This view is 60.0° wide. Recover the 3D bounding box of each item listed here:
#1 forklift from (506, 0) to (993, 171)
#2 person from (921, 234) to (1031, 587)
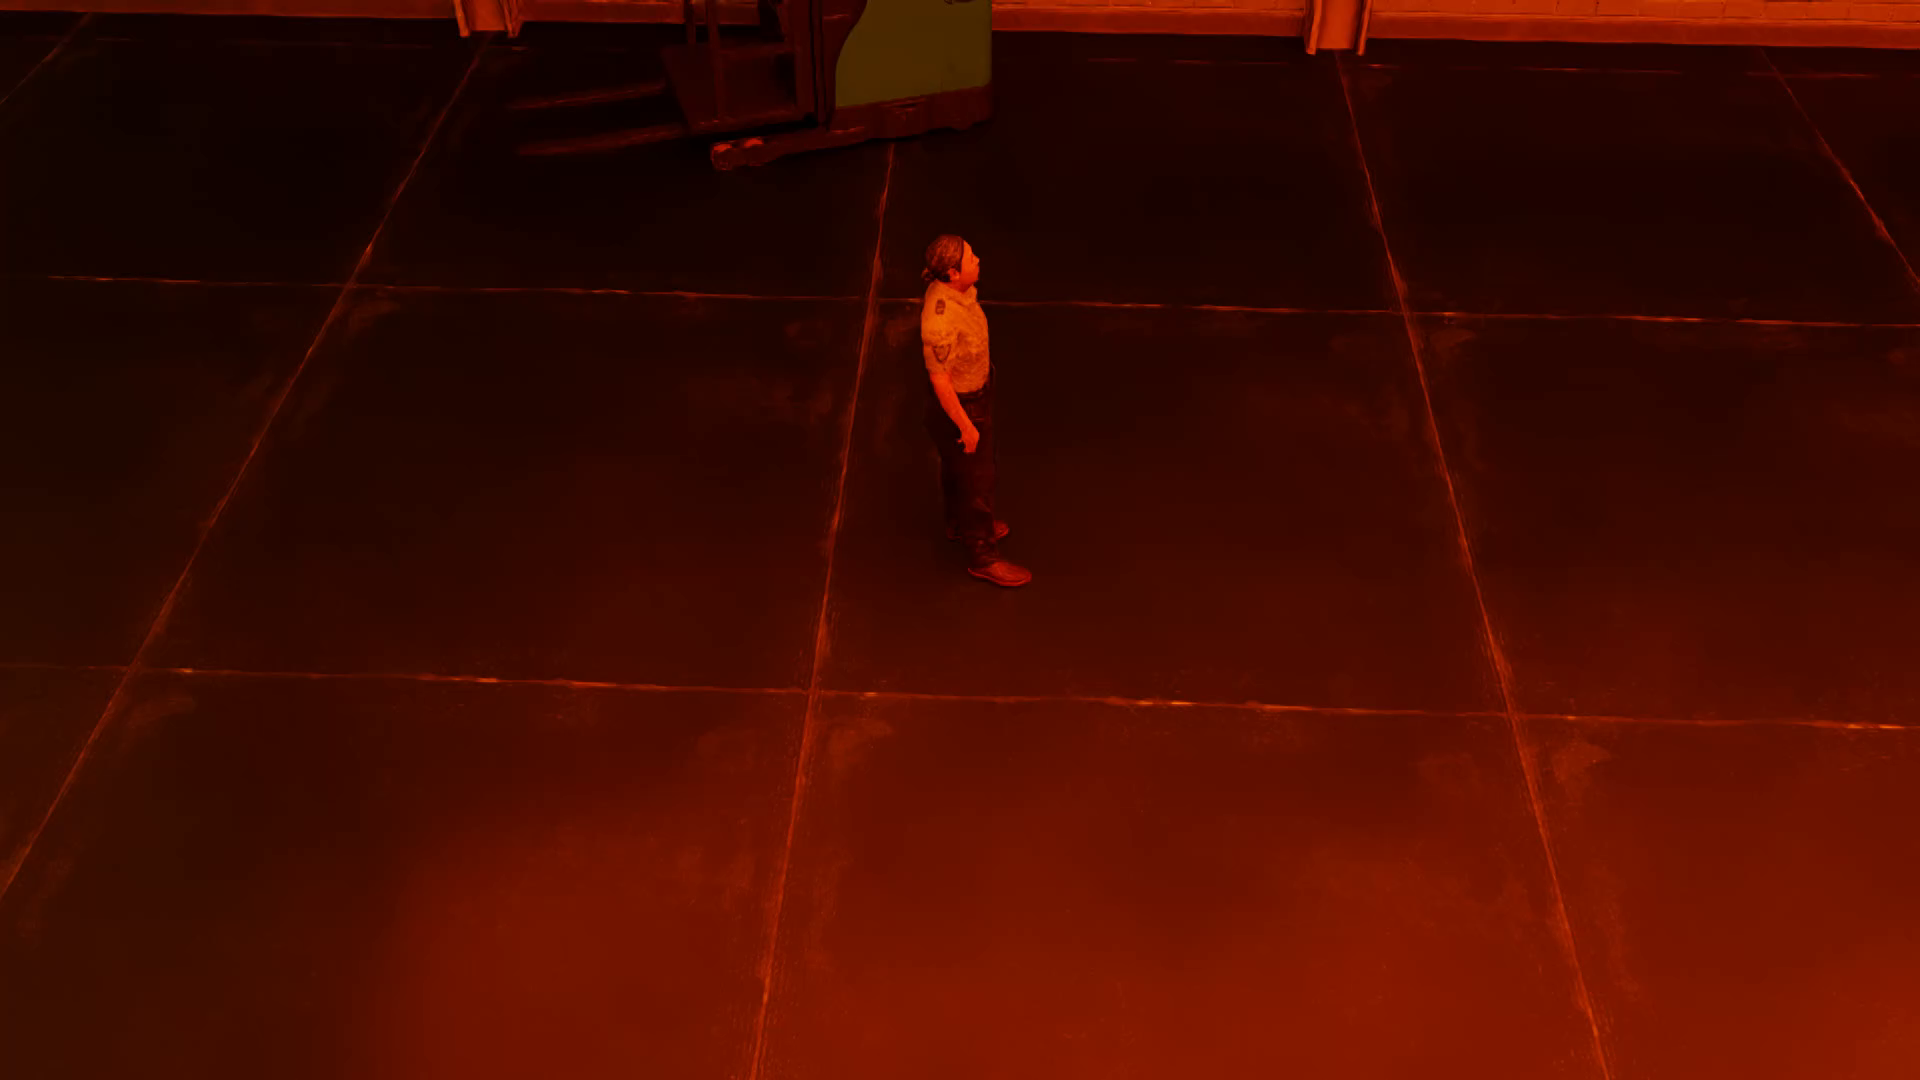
[{"bbox_3d":[-1.360,-3.799,9.904,3.031,2.935,1.130,-12,44,-13],"label":"forklift"},{"bbox_3d":[0.089,-0.596,7.336,0.502,1.650,0.599,2,42,2],"label":"person"}]
